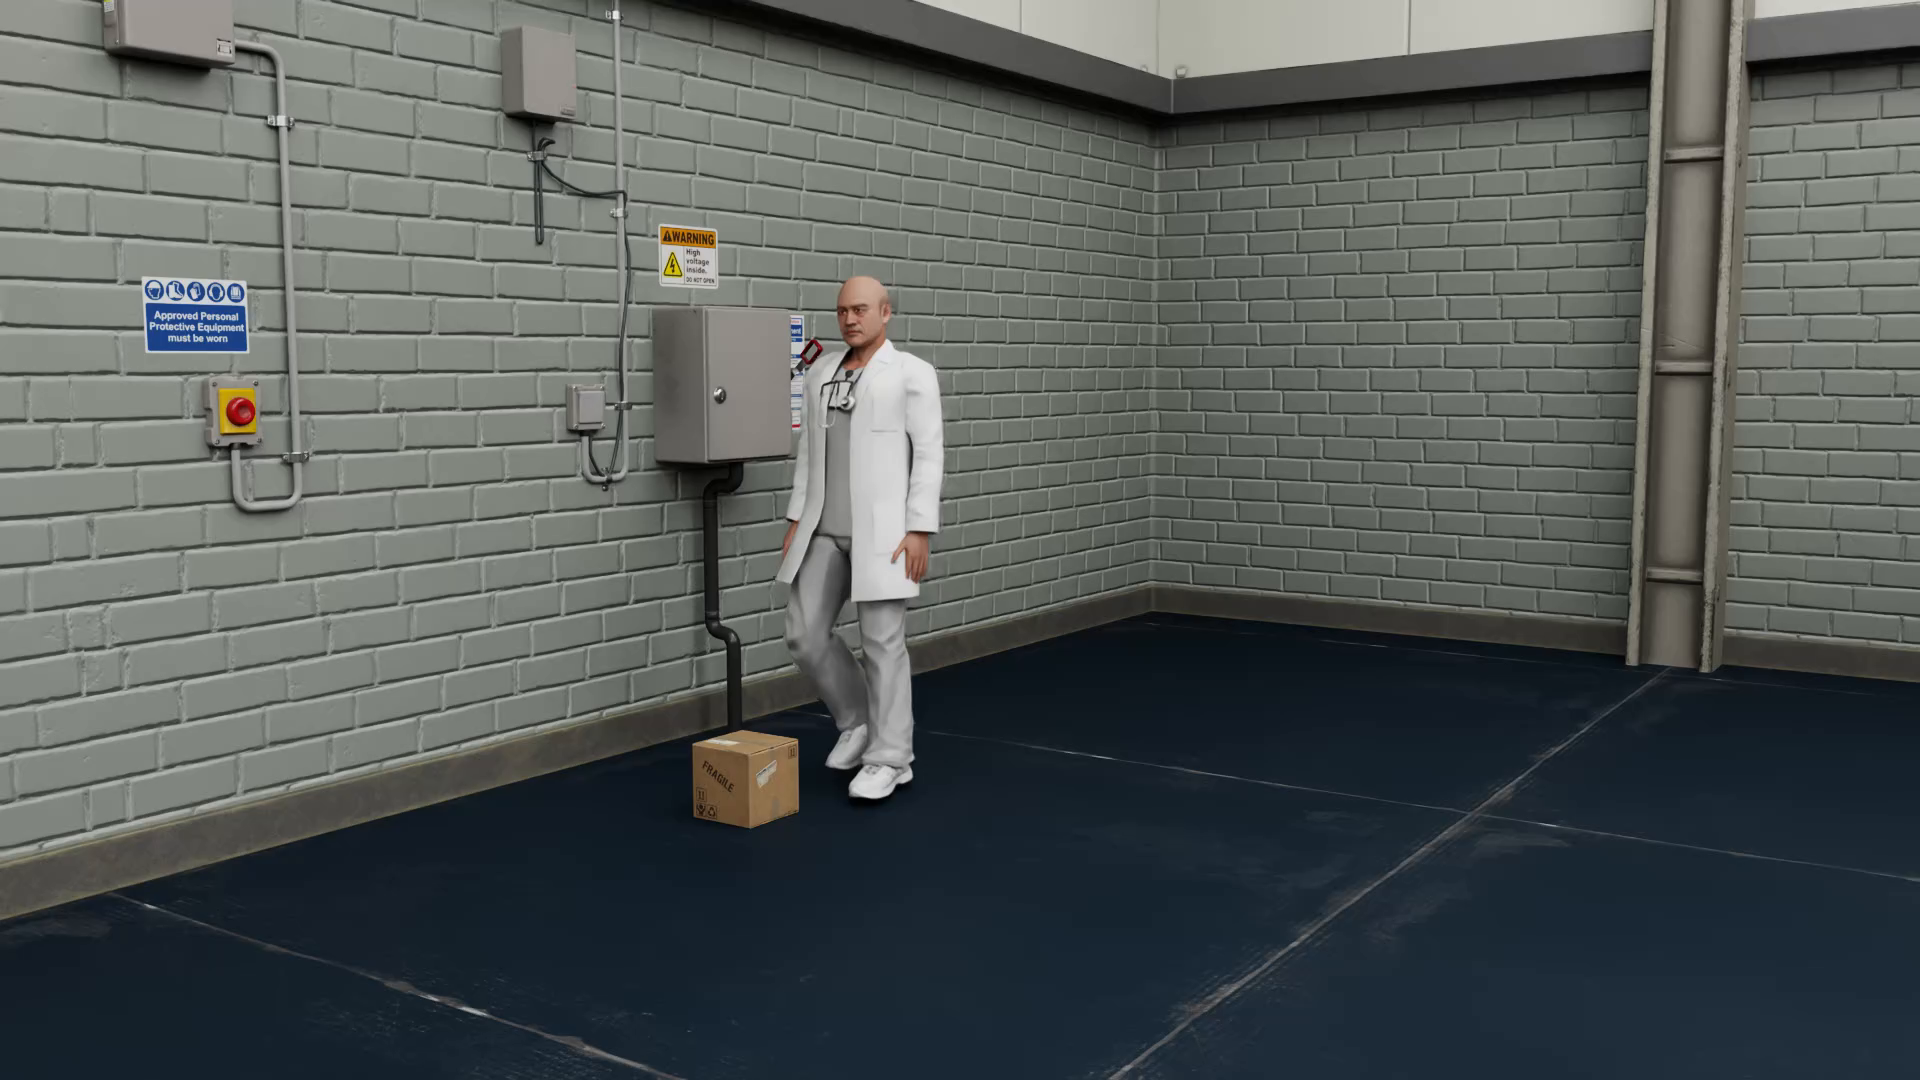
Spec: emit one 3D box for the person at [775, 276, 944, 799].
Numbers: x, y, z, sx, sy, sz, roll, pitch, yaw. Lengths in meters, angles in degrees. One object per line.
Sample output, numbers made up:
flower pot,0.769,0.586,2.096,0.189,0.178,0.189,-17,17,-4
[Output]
person,-0.341,-0.023,5.816,0.606,1.786,0.518,3,7,29
